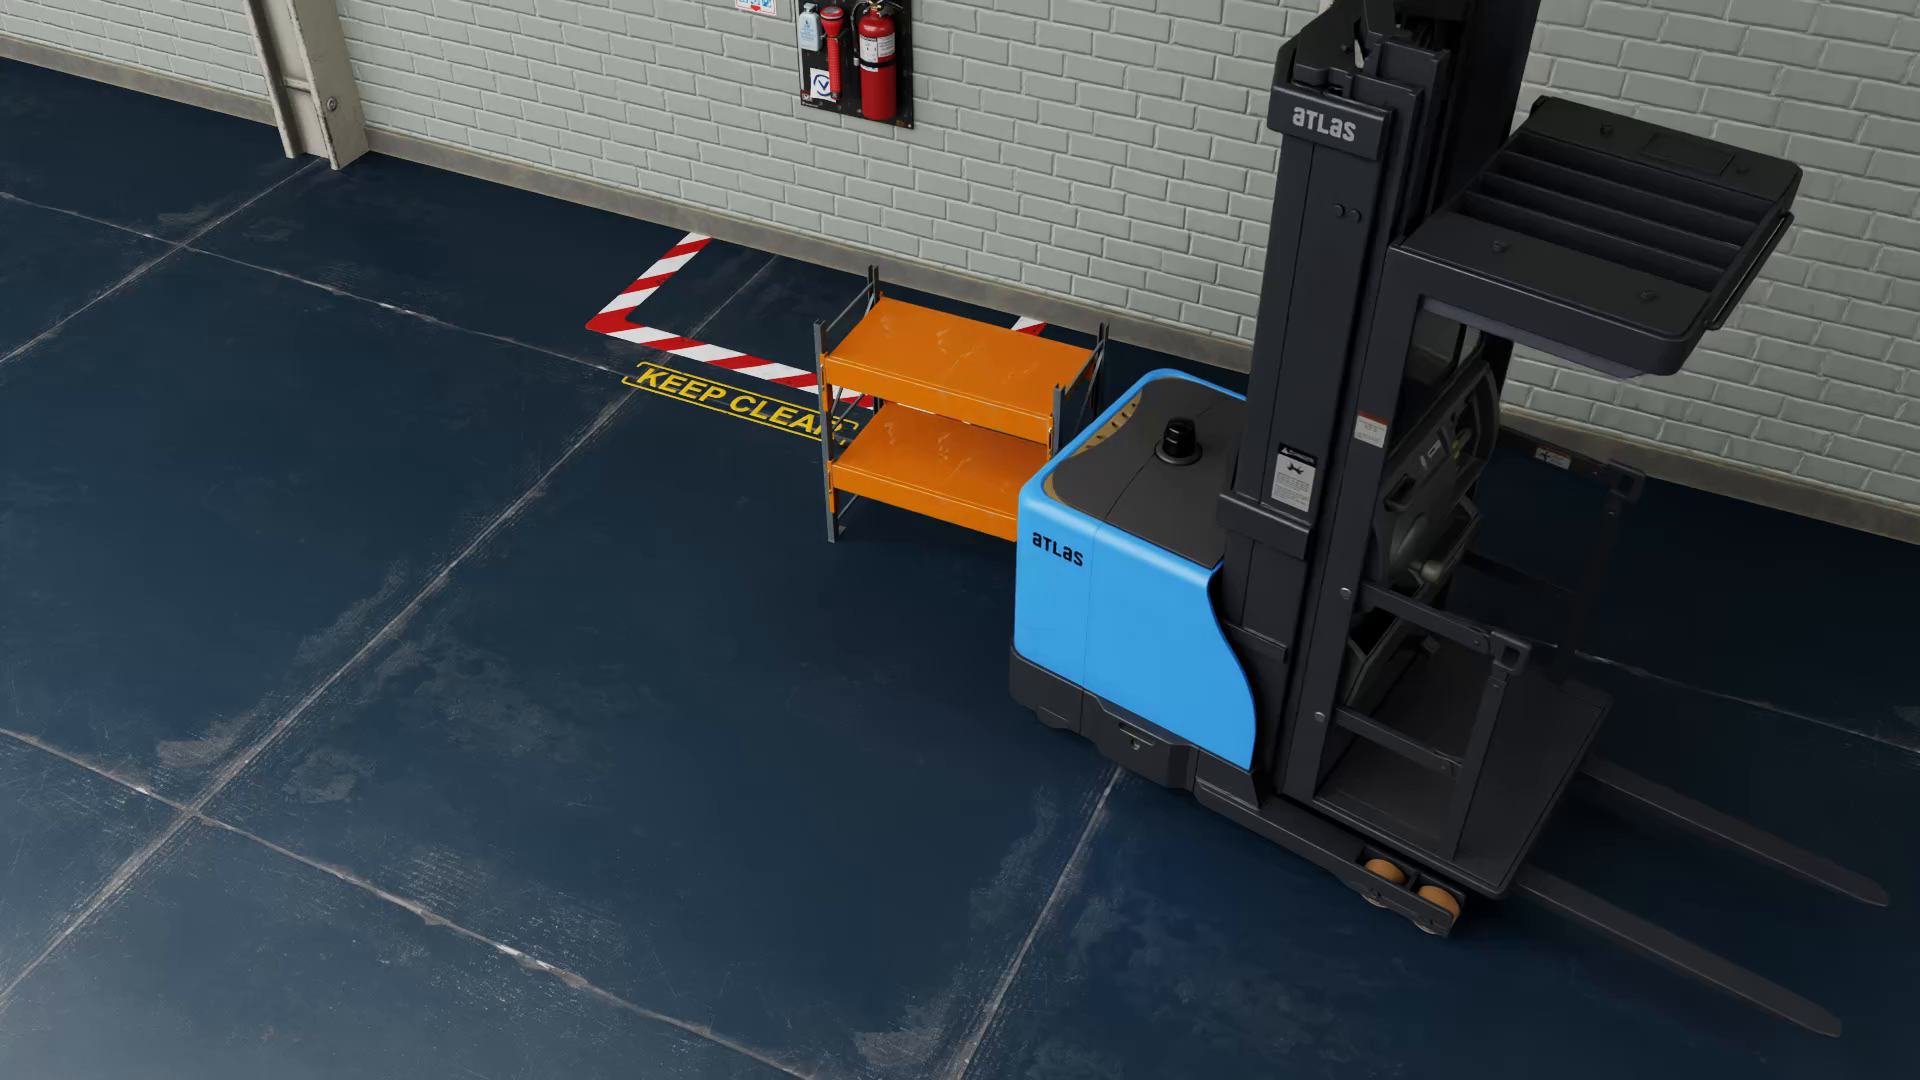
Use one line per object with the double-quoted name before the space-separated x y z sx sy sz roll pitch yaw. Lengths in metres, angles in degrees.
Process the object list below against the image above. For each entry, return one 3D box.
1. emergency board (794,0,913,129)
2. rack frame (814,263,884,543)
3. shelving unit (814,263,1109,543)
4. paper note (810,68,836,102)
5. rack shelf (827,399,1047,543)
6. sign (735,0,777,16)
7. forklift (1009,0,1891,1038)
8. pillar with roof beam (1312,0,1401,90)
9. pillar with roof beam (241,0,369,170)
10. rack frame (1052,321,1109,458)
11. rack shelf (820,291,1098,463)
"emergency board" -0.547 -2.494 7.837 0.643 1.169 0.194 17 44 19
"rack frame" -0.455 -0.564 7.042 0.032 1.125 0.500 17 44 19
"shelving unit" 0.006 -0.423 6.879 1.048 1.125 0.538 17 44 19
"paper note" -0.678 -2.251 8.230 0.142 0.148 0.016 17 44 19
"rack shelf" 0.006 -0.238 7.040 1.000 0.278 0.538 17 44 19
"sign" -1.004 -2.722 8.073 0.234 0.329 0.001 17 44 19
"forklift" 1.682 -0.159 5.196 3.031 2.935 1.130 25 47 26
"pillar with roof beam" -0.143 -1.499 2.109 0.400 9.000 9.100 17 44 19
"pillar with roof beam" -5.581 -3.160 4.026 0.400 9.000 9.100 17 44 19
"rack frame" 0.467 -0.282 6.717 0.032 1.125 0.500 17 44 19
"rack shelf" 0.006 -0.644 6.688 1.000 0.278 0.538 17 44 19
